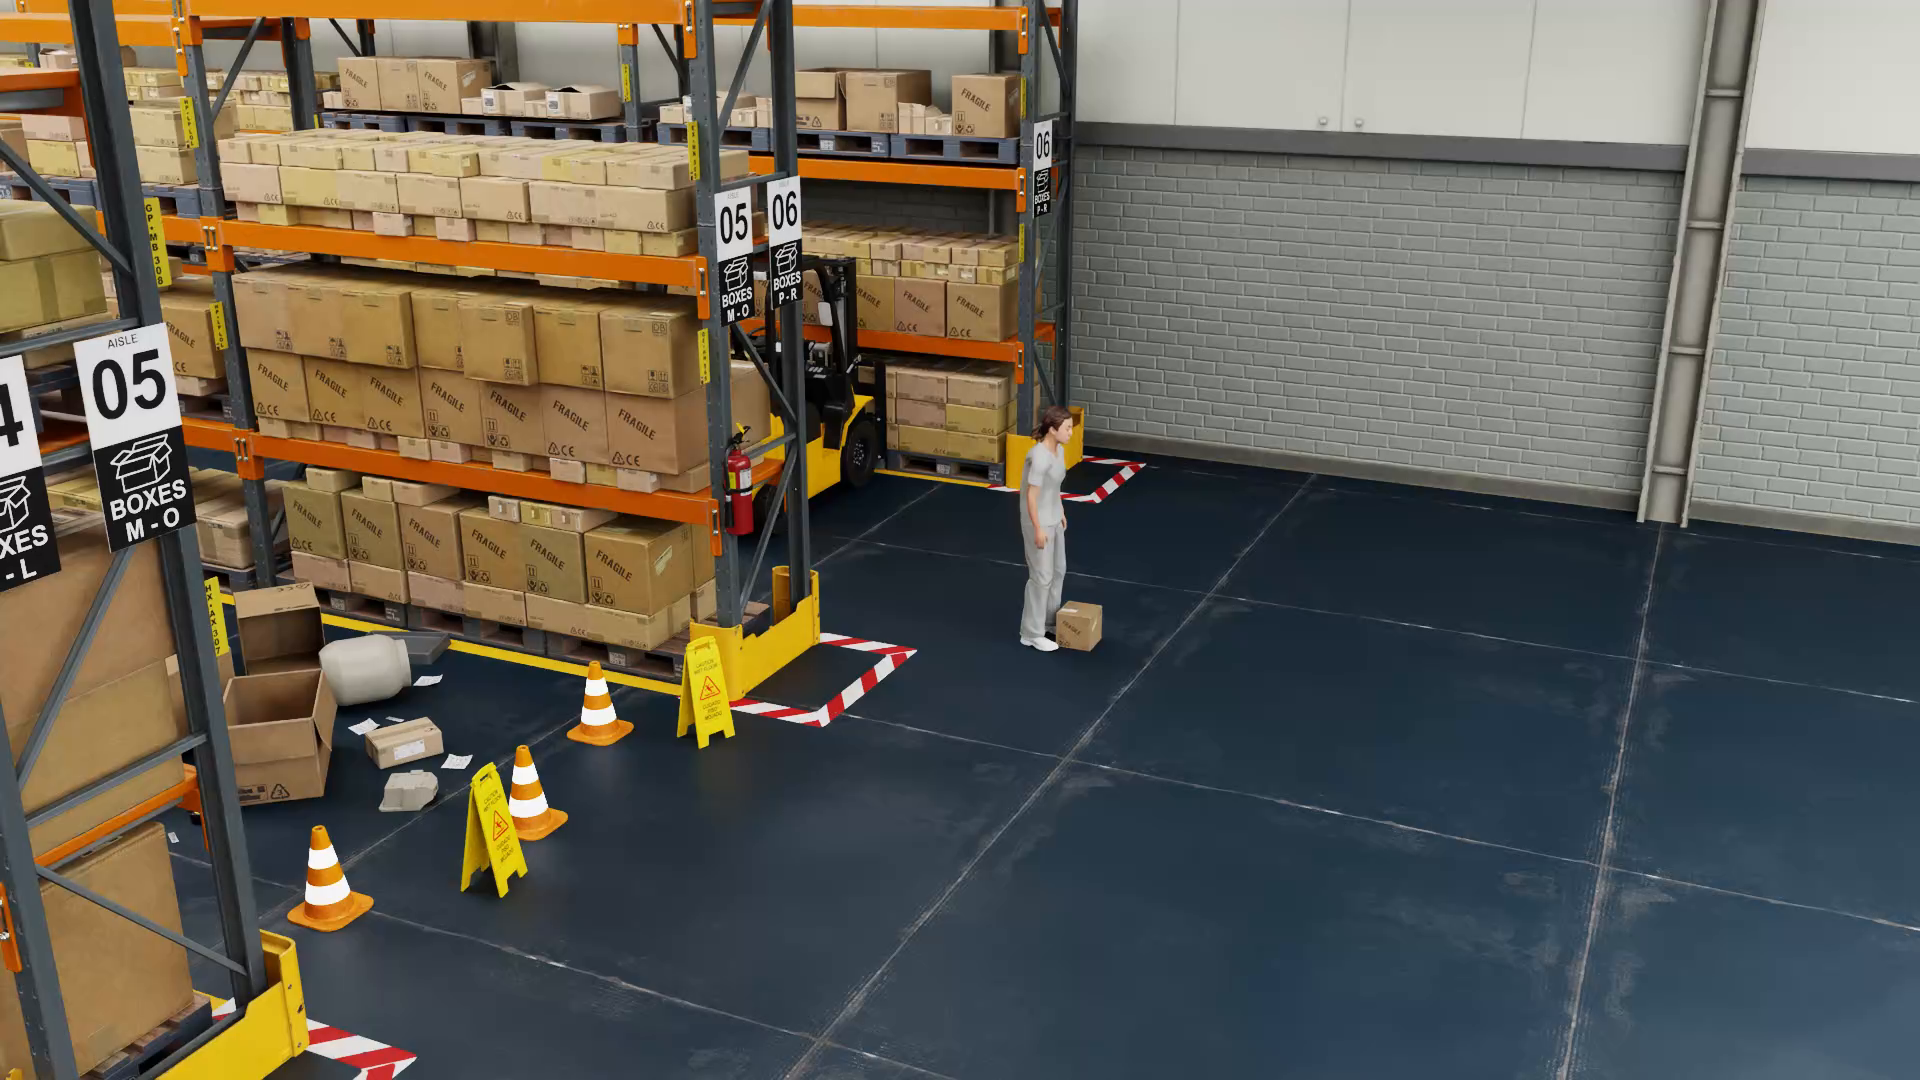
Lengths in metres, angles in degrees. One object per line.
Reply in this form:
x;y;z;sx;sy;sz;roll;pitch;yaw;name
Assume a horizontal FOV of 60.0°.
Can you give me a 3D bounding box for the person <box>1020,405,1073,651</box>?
0.595;-0.107;11.376;0.354;1.673;0.490;8;21;23;person
